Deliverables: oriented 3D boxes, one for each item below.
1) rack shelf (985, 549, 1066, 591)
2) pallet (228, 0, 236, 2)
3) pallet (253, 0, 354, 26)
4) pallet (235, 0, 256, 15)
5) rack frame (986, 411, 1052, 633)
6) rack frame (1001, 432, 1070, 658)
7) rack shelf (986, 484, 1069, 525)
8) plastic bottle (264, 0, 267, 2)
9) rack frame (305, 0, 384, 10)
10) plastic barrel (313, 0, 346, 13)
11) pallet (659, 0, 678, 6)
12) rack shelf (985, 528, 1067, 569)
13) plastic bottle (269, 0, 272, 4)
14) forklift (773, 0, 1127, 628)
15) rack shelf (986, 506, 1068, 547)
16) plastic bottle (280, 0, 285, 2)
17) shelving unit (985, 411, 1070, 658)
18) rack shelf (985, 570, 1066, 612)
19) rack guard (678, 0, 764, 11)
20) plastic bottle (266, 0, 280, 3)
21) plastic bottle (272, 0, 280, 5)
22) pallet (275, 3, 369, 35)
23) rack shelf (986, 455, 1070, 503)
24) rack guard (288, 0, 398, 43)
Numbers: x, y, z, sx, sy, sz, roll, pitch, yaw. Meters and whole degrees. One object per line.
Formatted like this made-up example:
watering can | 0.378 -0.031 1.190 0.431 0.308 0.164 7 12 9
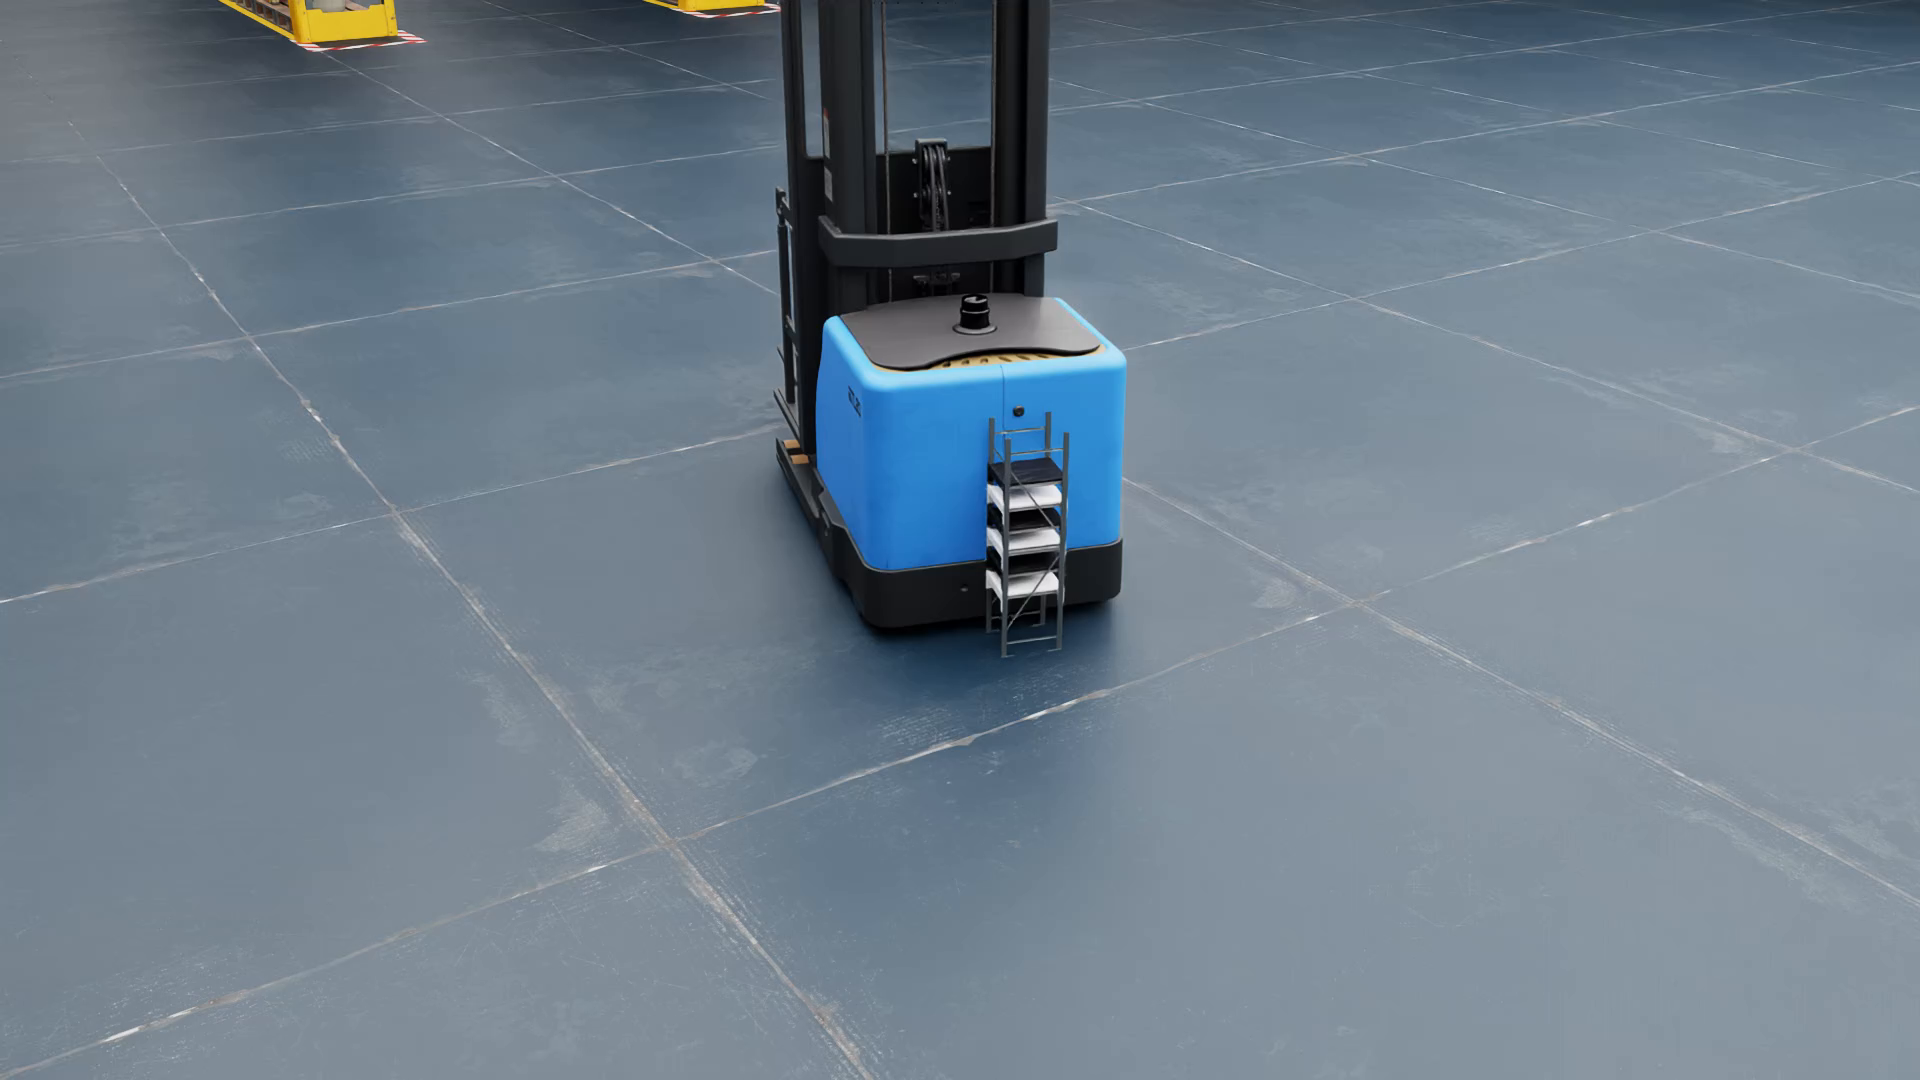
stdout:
rack shelf | 0.246 0.097 6.274 0.258 0.077 0.200 -7 27 -14
pallet | -9.993 -7.871 23.675 1.003 0.211 1.213 -16 29 -30
pallet | -8.530 -6.912 21.644 1.003 0.211 1.213 -16 29 -30
pallet | -9.200 -7.349 22.570 1.003 0.211 1.213 -16 29 -30
rack frame | 0.219 -0.057 6.307 0.240 0.900 0.006 -7 27 -14
rack frame | 0.274 0.030 6.132 0.240 0.900 0.006 -7 27 -14
rack shelf | 0.247 -0.145 6.154 0.258 0.077 0.200 -7 27 -14
plastic bottle | -8.908 -7.097 21.445 0.152 0.276 0.135 -16 30 -31
rack frame | -7.348 -7.429 19.473 1.000 3.000 0.127 -16 29 -30
plastic barrel | -7.771 -6.711 20.376 0.421 0.512 0.421 0 25 0
pallet | -3.653 -7.648 23.204 1.003 0.211 1.213 -16 29 -30
rack shelf | 0.246 0.017 6.234 0.258 0.077 0.200 -7 27 -14
plastic bottle | -8.797 -6.992 21.214 0.061 0.283 0.133 -15 29 -28
forklift | -0.244 -1.596 7.197 1.130 2.935 3.031 -7 26 -14
rack shelf | 0.247 -0.064 6.194 0.258 0.077 0.200 -7 27 -14
plastic bottle | -8.743 -7.076 21.392 0.061 0.283 0.133 -16 29 -30
shelving unit | 0.247 -0.013 6.219 0.258 0.900 0.210 -7 27 -14
rack shelf | 0.246 0.178 6.314 0.258 0.077 0.200 -7 27 -14
rack guard | -3.239 -7.480 22.509 1.175 0.500 0.348 -16 29 -30
plastic bottle | -8.832 -7.048 21.340 0.152 0.276 0.135 -15 29 -29
plastic bottle | -8.718 -6.917 21.152 0.097 0.201 0.097 0 25 0
pallet | -7.868 -6.476 20.721 1.003 0.211 1.213 -16 29 -30
rack shelf | 0.248 -0.225 6.115 0.258 0.077 0.200 -7 27 -14
rack guard | -7.429 -6.315 20.041 1.175 0.500 0.348 -16 29 -30
